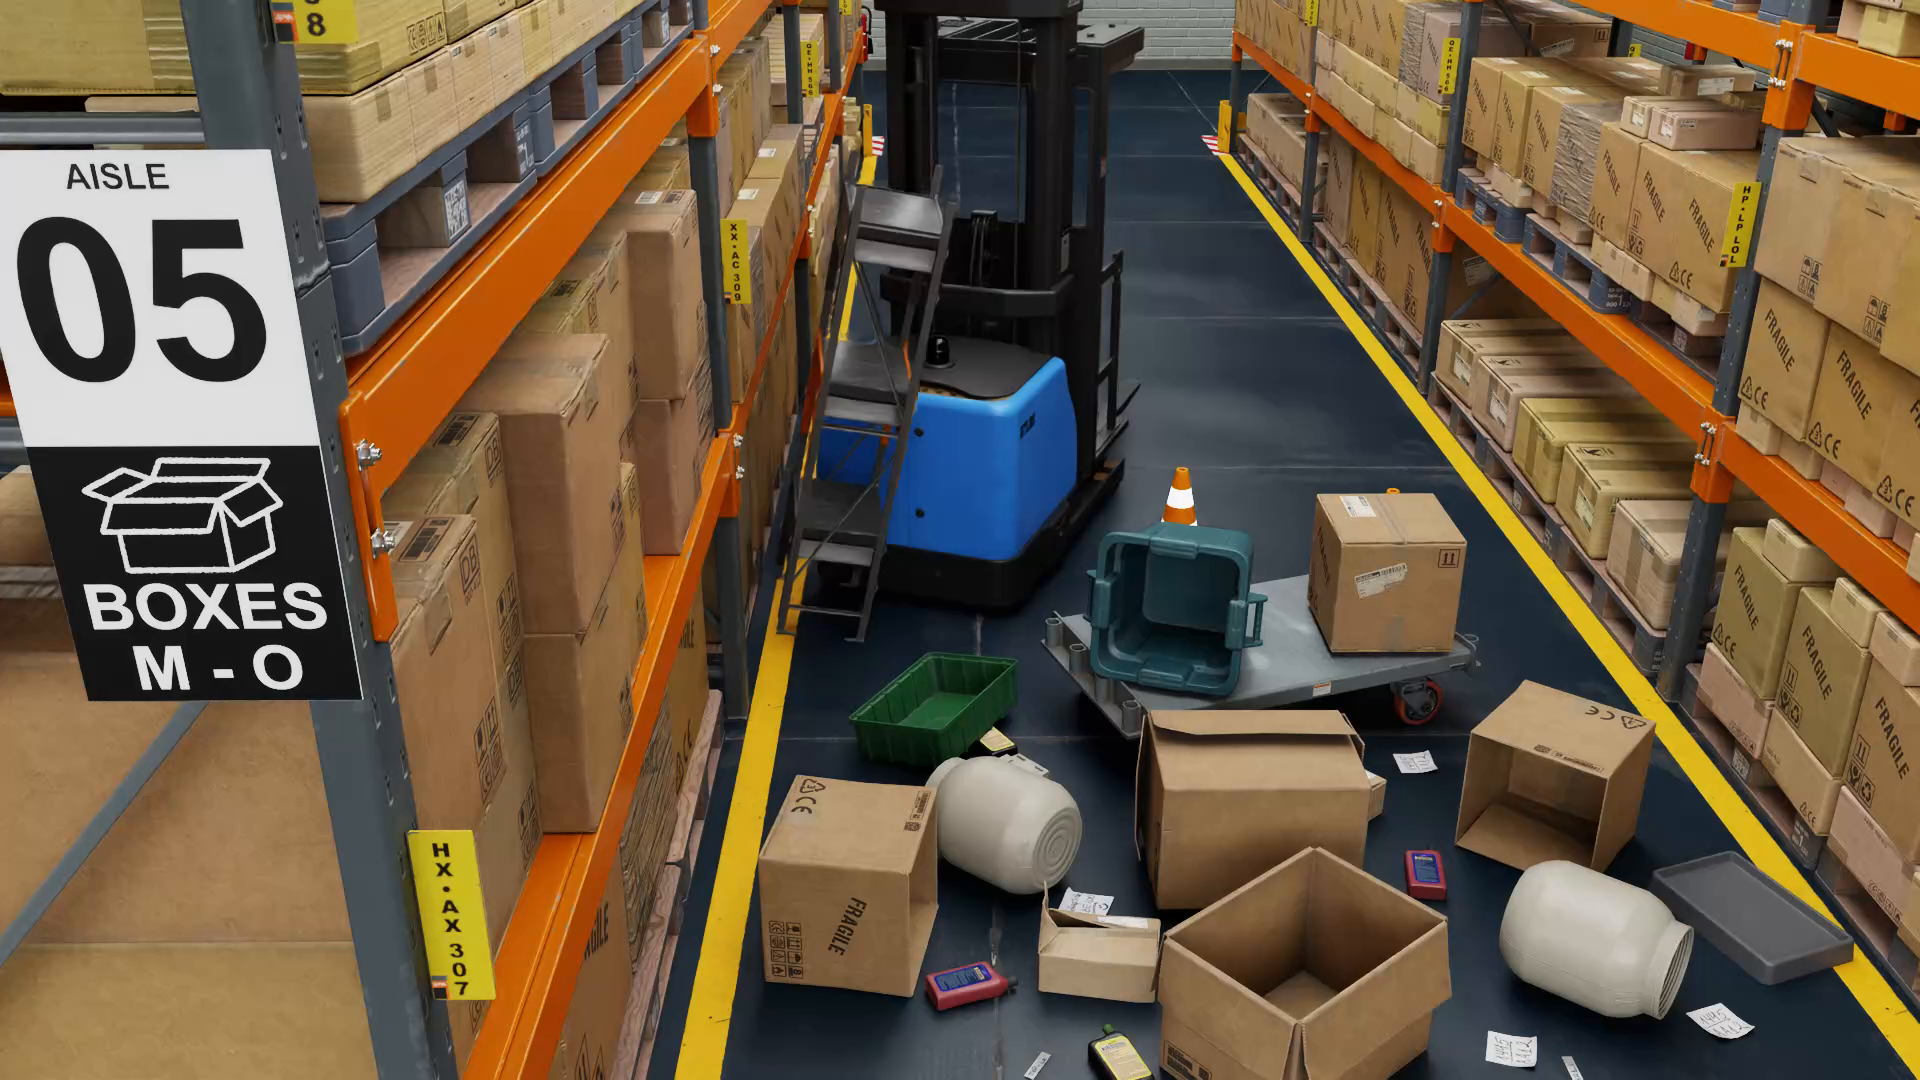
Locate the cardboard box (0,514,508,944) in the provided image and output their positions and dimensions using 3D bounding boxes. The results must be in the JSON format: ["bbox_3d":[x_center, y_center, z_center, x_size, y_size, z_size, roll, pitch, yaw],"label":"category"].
[{"bbox_3d":[-1.325,0.316,2.920,0.875,0.550,0.550,0,24,-1],"label":"cardboard box"}]

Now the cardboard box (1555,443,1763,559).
[{"bbox_3d":[3.526,-0.189,8.208,0.950,0.372,0.625,1,24,3],"label":"cardboard box"}]

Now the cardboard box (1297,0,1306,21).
[{"bbox_3d":[3.177,-4.674,14.109,0.500,0.500,0.500,0,24,-1],"label":"cardboard box"}]

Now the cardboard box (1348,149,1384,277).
[{"bbox_3d":[3.562,-2.575,12.873,0.875,0.875,0.875,0,24,1],"label":"cardboard box"}]

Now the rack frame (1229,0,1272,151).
[{"bbox_3d":[3.414,-5.628,17.553,1.000,3.000,0.127,0,24,-1],"label":"rack frame"}]

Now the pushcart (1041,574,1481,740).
[{"bbox_3d":[1.266,0.543,7.092,1.648,0.377,0.936,-9,26,-19],"label":"pushcart"}]

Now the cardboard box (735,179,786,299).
[{"bbox_3d":[-1.155,-1.506,8.318,0.500,0.500,0.500,0,24,0],"label":"cardboard box"}]

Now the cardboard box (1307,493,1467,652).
[{"bbox_3d":[1.766,0.131,6.934,0.500,0.500,0.500,0,24,-1],"label":"cardboard box"}]

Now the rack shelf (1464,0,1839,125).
[{"bbox_3d":[3.523,-2.546,7.972,1.077,0.370,4.000,0,24,-1],"label":"rack shelf"}]

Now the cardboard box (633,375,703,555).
[{"bbox_3d":[-1.359,-0.309,5.611,0.875,0.550,0.550,0,24,-1],"label":"cardboard box"}]

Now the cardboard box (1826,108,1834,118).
[{"bbox_3d":[8.260,-4.099,16.697,0.700,0.500,0.500,1,24,2],"label":"cardboard box"}]

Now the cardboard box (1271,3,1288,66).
[{"bbox_3d":[3.166,-4.634,15.235,0.500,0.500,0.500,-1,24,-1],"label":"cardboard box"}]

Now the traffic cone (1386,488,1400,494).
[{"bbox_3d":[2.132,-0.032,8.259,0.336,0.463,0.334,0,24,-1],"label":"traffic cone"}]

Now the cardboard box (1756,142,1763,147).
[{"bbox_3d":[3.821,-1.456,7.338,0.500,0.500,0.500,0,24,0],"label":"cardboard box"}]

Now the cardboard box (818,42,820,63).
[{"bbox_3d":[-1.285,-3.754,12.845,0.380,0.149,0.250,1,24,2],"label":"cardboard box"}]

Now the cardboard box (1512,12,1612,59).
[{"bbox_3d":[3.741,-3.037,10.490,0.500,0.500,0.500,-1,24,-2],"label":"cardboard box"}]

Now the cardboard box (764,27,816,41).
[{"bbox_3d":[-1.283,-3.774,12.527,0.380,0.149,0.250,0,24,-1],"label":"cardboard box"}]

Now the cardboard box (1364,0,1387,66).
[{"bbox_3d":[3.223,-3.669,11.887,0.500,0.500,0.500,-1,24,-1],"label":"cardboard box"}]

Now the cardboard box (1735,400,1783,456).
[{"bbox_3d":[3.228,-0.437,6.382,0.380,0.149,0.250,0,24,-1],"label":"cardboard box"}]

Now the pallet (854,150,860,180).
[{"bbox_3d":[-1.560,-3.927,17.177,1.003,0.211,1.213,0,24,-1],"label":"pallet"}]

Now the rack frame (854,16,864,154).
[{"bbox_3d":[-1.534,-5.564,17.412,1.000,3.000,0.127,0,24,-1],"label":"rack frame"}]

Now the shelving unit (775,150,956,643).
[{"bbox_3d":[-0.450,-0.581,7.277,0.431,2.100,0.503,7,28,-11],"label":"shelving unit"}]

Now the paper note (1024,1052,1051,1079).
[{"bbox_3d":[0.240,1.625,5.144,0.032,0.001,0.123,13,27,27],"label":"paper note"}]

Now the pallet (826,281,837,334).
[{"bbox_3d":[-1.465,-1.820,12.519,1.003,0.211,1.213,0,24,-1],"label":"pallet"}]

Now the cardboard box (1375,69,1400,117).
[{"bbox_3d":[3.207,-3.111,11.565,0.500,0.250,0.500,-1,24,-2],"label":"cardboard box"}]

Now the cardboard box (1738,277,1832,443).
[{"bbox_3d":[3.271,-0.682,6.135,0.500,0.500,0.500,0,24,-1],"label":"cardboard box"}]

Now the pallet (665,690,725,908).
[{"bbox_3d":[-1.473,0.965,6.360,1.003,0.211,1.213,0,24,-1],"label":"pallet"}]

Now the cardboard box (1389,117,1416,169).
[{"bbox_3d":[3.215,-2.681,11.219,0.500,0.250,0.500,0,24,0],"label":"cardboard box"}]

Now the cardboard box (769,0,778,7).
[{"bbox_3d":[-1.766,-4.745,13.905,0.500,0.500,0.500,-1,24,-2],"label":"cardboard box"}]

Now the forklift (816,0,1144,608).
[{"bbox_3d":[0.286,-1.597,8.724,1.130,2.935,3.031,9,26,19],"label":"forklift"}]

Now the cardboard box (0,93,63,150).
[{"bbox_3d":[-1.704,-0.699,2.690,0.380,0.149,0.250,0,24,0],"label":"cardboard box"}]

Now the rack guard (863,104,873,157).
[{"bbox_3d":[-1.534,-4.394,17.858,1.175,0.500,0.348,0,24,-1],"label":"rack guard"}]

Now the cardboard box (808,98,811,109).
[{"bbox_3d":[-1.268,-3.183,11.943,0.380,0.149,0.250,-1,24,-2],"label":"cardboard box"}]

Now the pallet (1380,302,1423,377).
[{"bbox_3d":[3.568,-1.386,11.558,1.003,0.211,1.213,0,24,-1],"label":"pallet"}]

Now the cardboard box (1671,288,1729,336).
[{"bbox_3d":[3.264,-0.971,7.051,0.380,0.149,0.250,0,24,0],"label":"cardboard box"}]

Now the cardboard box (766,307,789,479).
[{"bbox_3d":[-1.518,-0.822,9.148,1.050,0.750,0.750,0,24,0],"label":"cardboard box"}]

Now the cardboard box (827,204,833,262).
[{"bbox_3d":[-1.224,-2.241,12.590,0.500,0.500,0.500,-1,24,-2],"label":"cardboard box"}]

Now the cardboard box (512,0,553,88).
[{"bbox_3d":[-1.054,-1.019,3.397,0.380,0.149,0.250,0,24,0],"label":"cardboard box"}]

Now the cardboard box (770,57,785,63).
[{"bbox_3d":[-1.265,-3.128,11.099,0.380,0.149,0.250,-1,24,-3],"label":"cardboard box"}]

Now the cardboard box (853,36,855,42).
[{"bbox_3d":[-1.239,-5.005,16.482,0.380,0.149,0.250,0,24,1],"label":"cardboard box"}]

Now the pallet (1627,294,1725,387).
[{"bbox_3d":[3.682,-0.911,7.358,1.003,0.211,1.213,0,24,-1],"label":"pallet"}]

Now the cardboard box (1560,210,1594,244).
[{"bbox_3d":[3.288,-1.607,8.459,0.380,0.149,0.250,1,24,1],"label":"cardboard box"}]

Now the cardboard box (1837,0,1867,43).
[{"bbox_3d":[3.301,-1.804,5.764,0.380,0.149,0.250,-1,24,-1],"label":"cardboard box"}]

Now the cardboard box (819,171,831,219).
[{"bbox_3d":[-1.218,-2.574,12.416,0.500,0.250,0.500,-1,24,-3],"label":"cardboard box"}]

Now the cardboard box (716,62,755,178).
[{"bbox_3d":[-1.438,-2.164,8.559,0.700,0.500,0.500,-1,24,-1],"label":"cardboard box"}]

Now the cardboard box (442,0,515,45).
[{"bbox_3d":[-1.115,-1.051,2.984,0.500,0.250,0.500,-1,24,-1],"label":"cardboard box"}]

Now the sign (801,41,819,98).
[{"bbox_3d":[-0.892,-2.799,9.893,0.100,0.325,0.005,0,24,-1],"label":"sign"}]

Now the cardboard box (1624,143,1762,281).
[{"bbox_3d":[3.304,-1.449,7.322,0.500,0.500,0.500,0,24,0],"label":"cardboard box"}]

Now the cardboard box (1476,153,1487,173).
[{"bbox_3d":[3.319,-2.273,9.932,0.380,0.149,0.250,-2,24,-4],"label":"cardboard box"}]

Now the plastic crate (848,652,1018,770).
[{"bbox_3d":[-0.092,0.702,6.901,0.450,0.188,0.662,3,22,31],"label":"plastic crate"}]

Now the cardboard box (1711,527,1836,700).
[{"bbox_3d":[3.282,0.281,6.406,0.500,0.500,0.500,1,24,2],"label":"cardboard box"}]

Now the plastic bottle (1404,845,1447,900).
[{"bbox_3d":[1.684,1.196,6.031,0.133,0.061,0.283,4,25,9],"label":"plastic bottle"}]

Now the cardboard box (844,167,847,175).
[{"bbox_3d":[-1.228,-3.494,15.785,0.380,0.149,0.250,-1,24,-2],"label":"cardboard box"}]

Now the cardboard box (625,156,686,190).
[{"bbox_3d":[-1.434,-1.027,5.889,0.875,0.550,0.550,0,24,-1],"label":"cardboard box"}]
